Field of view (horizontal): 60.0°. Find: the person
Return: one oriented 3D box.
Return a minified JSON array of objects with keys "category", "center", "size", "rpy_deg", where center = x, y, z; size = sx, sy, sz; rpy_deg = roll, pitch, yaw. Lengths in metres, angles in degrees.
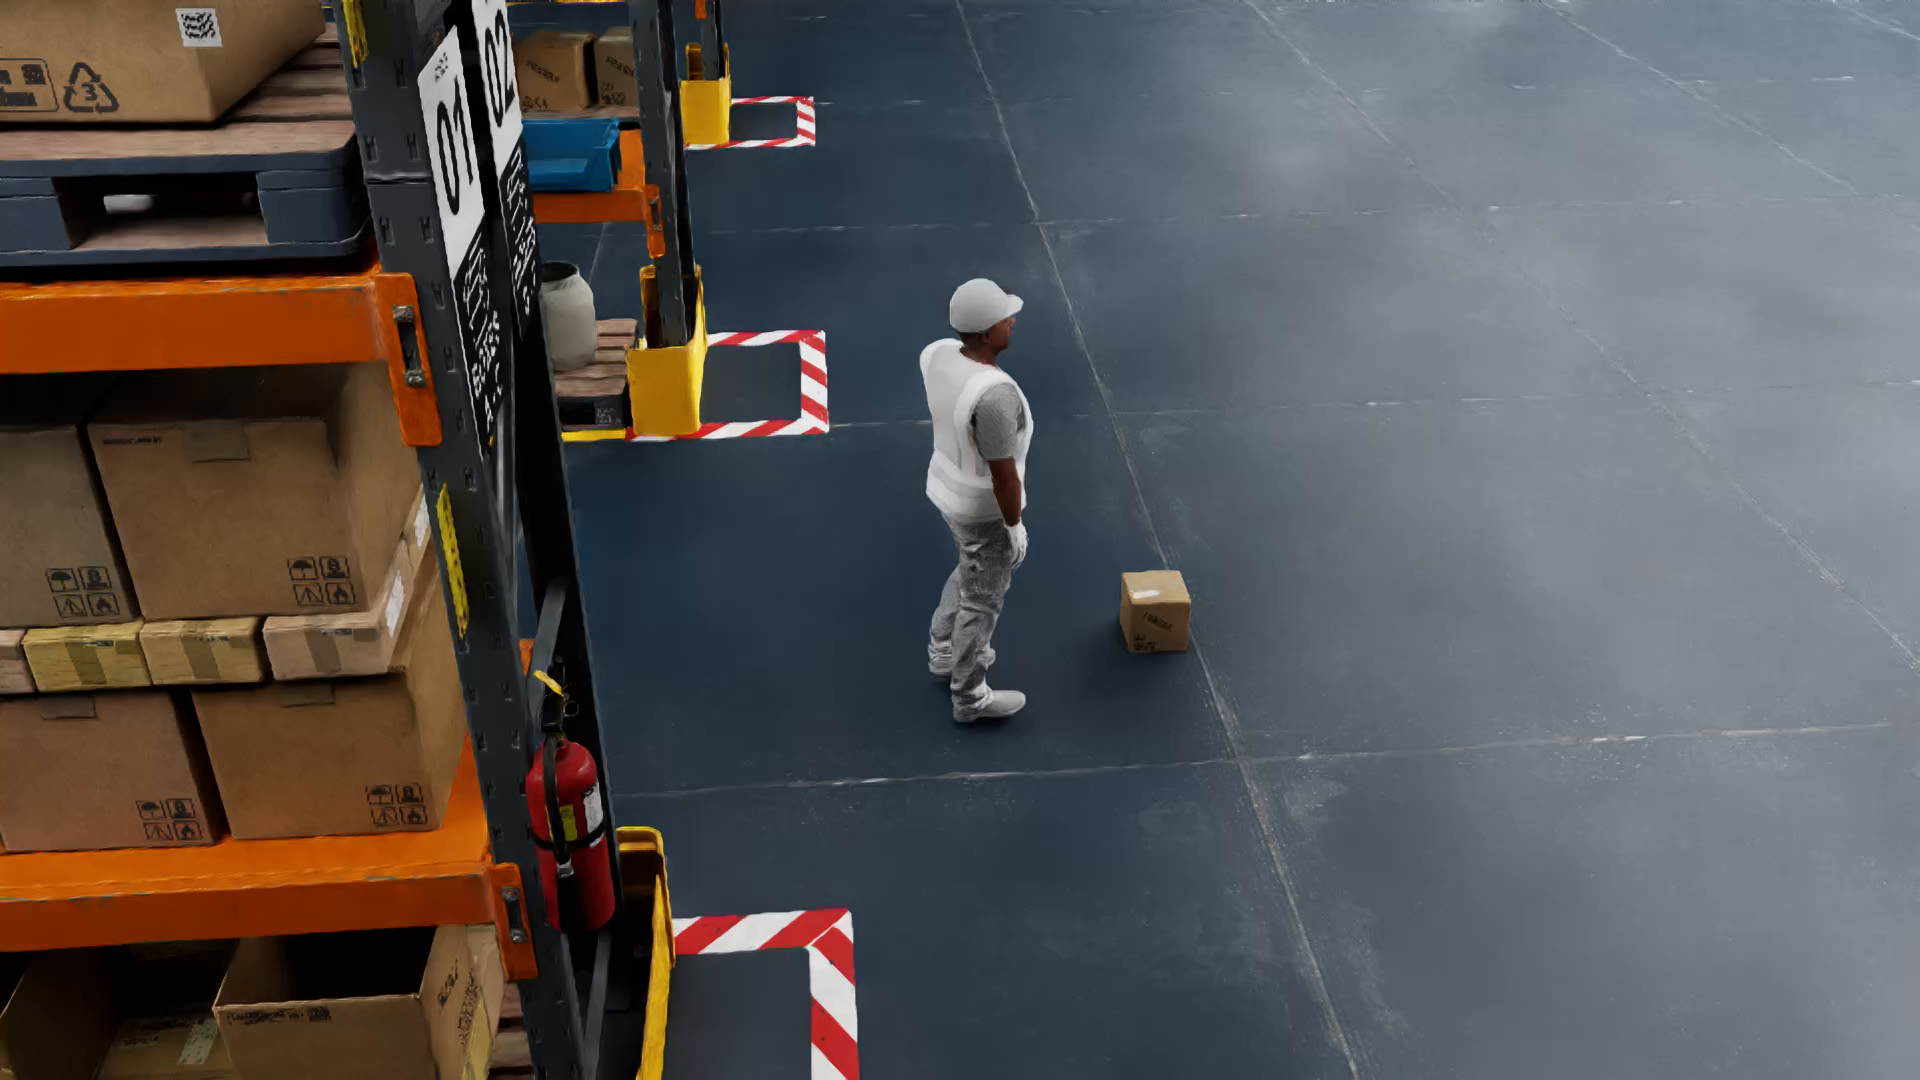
[{"category":"person","center":[0.067,-0.155,6.334],"size":[0.345,1.782,0.612],"rpy_deg":[-14,34,-22]}]
